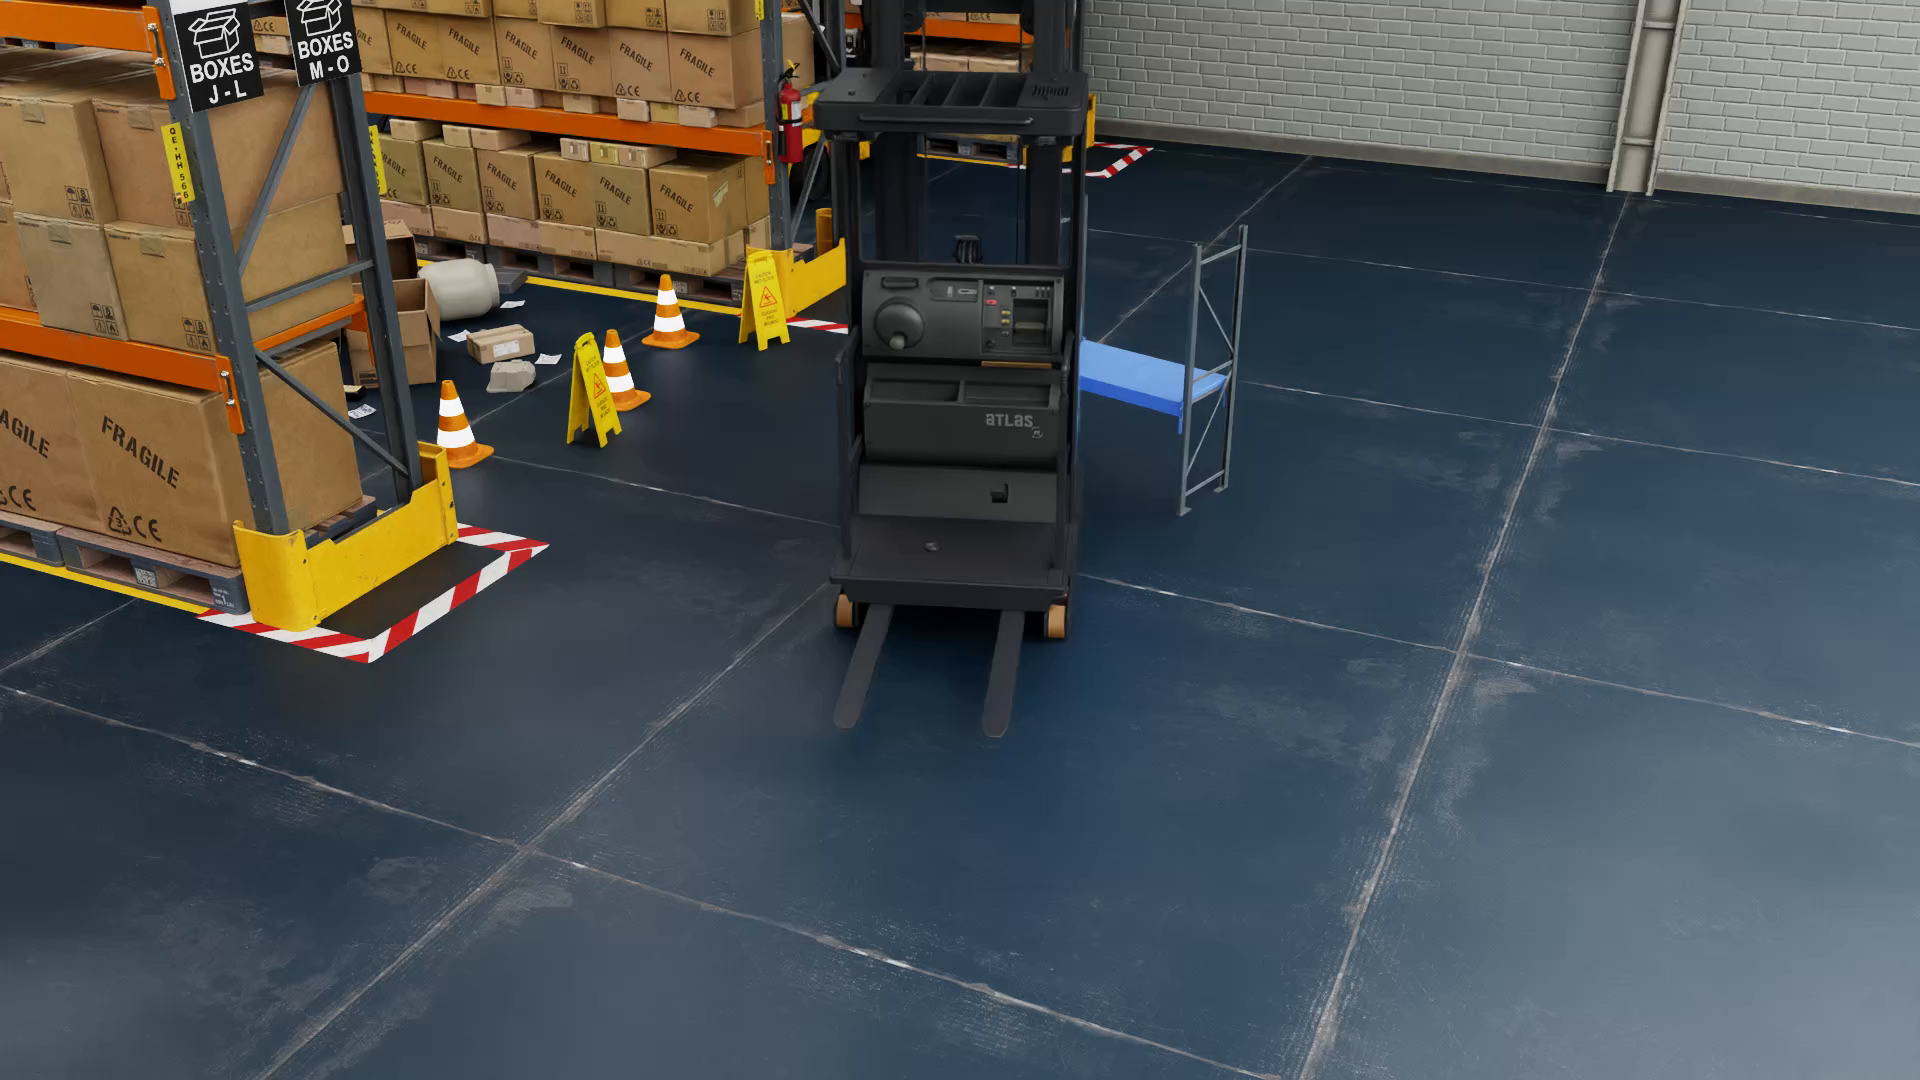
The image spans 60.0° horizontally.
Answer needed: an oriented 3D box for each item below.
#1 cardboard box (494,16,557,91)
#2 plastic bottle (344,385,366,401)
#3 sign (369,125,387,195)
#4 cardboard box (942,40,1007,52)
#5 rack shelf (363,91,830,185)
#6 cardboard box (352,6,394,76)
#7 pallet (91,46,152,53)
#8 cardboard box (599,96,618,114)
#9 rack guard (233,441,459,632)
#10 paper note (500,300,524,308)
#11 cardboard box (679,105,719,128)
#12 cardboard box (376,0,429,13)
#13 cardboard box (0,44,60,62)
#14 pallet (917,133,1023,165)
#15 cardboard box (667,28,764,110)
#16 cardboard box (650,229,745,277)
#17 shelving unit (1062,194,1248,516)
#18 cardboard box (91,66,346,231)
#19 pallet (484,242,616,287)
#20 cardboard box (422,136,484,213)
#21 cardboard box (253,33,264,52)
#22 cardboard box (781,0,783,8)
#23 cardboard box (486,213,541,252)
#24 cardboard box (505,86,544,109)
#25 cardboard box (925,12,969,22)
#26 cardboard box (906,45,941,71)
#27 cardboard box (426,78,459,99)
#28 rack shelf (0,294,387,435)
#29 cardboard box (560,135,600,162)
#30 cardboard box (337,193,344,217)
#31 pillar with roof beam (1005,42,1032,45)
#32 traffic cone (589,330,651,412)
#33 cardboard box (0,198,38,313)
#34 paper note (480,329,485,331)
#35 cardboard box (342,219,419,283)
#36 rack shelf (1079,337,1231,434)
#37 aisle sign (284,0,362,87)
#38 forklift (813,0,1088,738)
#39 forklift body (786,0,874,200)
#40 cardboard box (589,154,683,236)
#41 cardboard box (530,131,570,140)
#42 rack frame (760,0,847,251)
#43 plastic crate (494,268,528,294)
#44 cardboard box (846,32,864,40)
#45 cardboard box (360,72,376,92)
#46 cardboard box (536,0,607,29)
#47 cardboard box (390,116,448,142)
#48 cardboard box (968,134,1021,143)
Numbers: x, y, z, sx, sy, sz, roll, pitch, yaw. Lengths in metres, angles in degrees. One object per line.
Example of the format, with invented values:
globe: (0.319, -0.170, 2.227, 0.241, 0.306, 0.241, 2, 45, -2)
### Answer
cardboard box: (-3.057, -3.634, 12.285, 0.500, 0.500, 0.500, 12, 29, 22)
plastic bottle: (-3.944, -0.937, 10.585, 0.283, 0.061, 0.133, 2, 26, 4)
sign: (-2.810, -1.818, 7.977, 0.005, 0.325, 0.100, 11, 28, 22)
cardboard box: (0.148, -4.835, 16.679, 0.500, 0.250, 0.500, 11, 28, 22)
rack shelf: (-2.908, -3.224, 12.716, 4.000, 0.370, 1.077, 11, 28, 22)
cardboard box: (-4.444, -3.898, 12.821, 0.500, 0.500, 0.500, 11, 28, 22)
pallet: (-6.551, -4.212, 14.126, 1.213, 0.211, 1.003, 11, 28, 22)
cardboard box: (-2.440, -3.246, 12.231, 0.250, 0.149, 0.380, 12, 29, 23)
rack guard: (-3.023, -0.046, 8.278, 0.348, 0.500, 1.175, 11, 28, 22)
paper note: (-3.297, -1.742, 12.253, 0.148, 0.019, 0.142, 2, 26, 4)
cardboard box: (-1.793, -3.052, 11.838, 0.250, 0.149, 0.380, 11, 28, 21)
cardboard box: (-3.962, -4.269, 12.443, 0.500, 0.500, 0.700, 12, 28, 22)
cardboard box: (-4.895, -2.072, 8.171, 0.500, 0.550, 0.875, 11, 28, 22)
pallet: (0.250, -4.049, 16.735, 1.213, 0.211, 1.003, 11, 28, 22)
cardboard box: (-1.696, -3.347, 11.703, 0.500, 0.500, 0.500, 11, 28, 21)
cardboard box: (-1.957, -2.180, 12.418, 0.500, 0.250, 0.500, 11, 28, 22)
shelving unit: (0.942, -1.031, 9.146, 1.048, 1.500, 0.538, 20, 32, 34)
cardboard box: (-3.366, -1.807, 7.632, 0.550, 0.550, 0.875, 11, 28, 22)
pallet: (-2.988, -2.330, 13.243, 1.213, 0.211, 1.003, 11, 28, 22)
cardboard box: (-3.811, -2.894, 13.020, 0.500, 0.500, 0.500, 13, 29, 24)
cardboard box: (-5.544, -4.026, 13.341, 0.250, 0.149, 0.380, 10, 28, 20)
cardboard box: (-1.901, -5.679, 16.775, 0.500, 0.500, 0.500, 12, 29, 23)
cardboard box: (-3.329, -2.461, 12.991, 0.500, 0.250, 0.500, 11, 28, 21)
cardboard box: (-3.173, -3.340, 12.423, 0.250, 0.149, 0.380, 11, 28, 22)
cardboard box: (-0.062, -5.305, 16.016, 0.500, 0.500, 0.500, 12, 29, 23)
cardboard box: (-0.515, -4.719, 16.444, 0.500, 0.250, 0.500, 12, 29, 22)
cardboard box: (-3.858, -3.492, 12.731, 0.250, 0.149, 0.380, 12, 29, 23)
rack shelf: (-4.865, -1.215, 8.636, 4.000, 0.370, 1.077, 11, 28, 22)
cardboard box: (-2.754, -2.941, 12.381, 0.250, 0.149, 0.380, 13, 29, 24)
cardboard box: (-5.207, -3.016, 13.980, 0.625, 0.372, 0.950, 12, 29, 22)
pillar with roof beam: (-1.079, -6.627, 12.023, 0.400, 9.000, 9.100, 11, 28, 22)
traffic cone: (-2.163, -1.094, 10.448, 0.334, 0.463, 0.336, 11, 28, 22)
cardboard box: (-4.369, -1.533, 8.299, 0.550, 0.550, 0.875, 11, 28, 22)
paper note: (-3.331, -1.475, 11.734, 0.123, 0.001, 0.032, 11, 28, 22)
cardboard box: (-4.317, -2.049, 12.342, 0.500, 0.500, 0.500, -12, 29, -23)
rack shelf: (0.942, -0.869, 9.225, 1.000, 0.185, 0.538, 20, 32, 34)
aisle sign: (-2.856, -2.446, 7.379, 0.004, 0.787, 0.394, 11, 28, 22)
forklift: (-0.010, -1.008, 7.479, 1.130, 2.935, 3.031, 3, 26, 5)
forklift body: (-1.518, -4.410, 15.271, 1.214, 2.155, 2.313, 11, 28, 22)
cardboard box: (-2.401, -2.608, 12.439, 0.500, 0.500, 0.500, 12, 29, 24)
cardboard box: (-3.151, -3.018, 13.272, 0.500, 0.500, 0.500, 13, 29, 24)
rack frame: (-1.088, -3.181, 11.814, 0.127, 3.000, 1.000, 11, 28, 22)
plastic crate: (-3.639, -1.985, 12.692, 0.583, 0.080, 0.402, 2, 26, 4)
cardboard box: (-1.227, -5.115, 17.249, 0.500, 0.250, 0.500, 12, 28, 22)
cardboard box: (-4.575, -3.613, 12.977, 0.250, 0.149, 0.380, 11, 28, 22)
cardboard box: (-2.608, -3.961, 11.817, 0.500, 0.500, 0.700, 11, 28, 21)
cardboard box: (-4.215, -3.231, 12.971, 0.250, 0.149, 0.380, 12, 29, 23)
cardboard box: (0.405, -4.091, 16.301, 0.500, 0.250, 0.500, 12, 28, 22)
